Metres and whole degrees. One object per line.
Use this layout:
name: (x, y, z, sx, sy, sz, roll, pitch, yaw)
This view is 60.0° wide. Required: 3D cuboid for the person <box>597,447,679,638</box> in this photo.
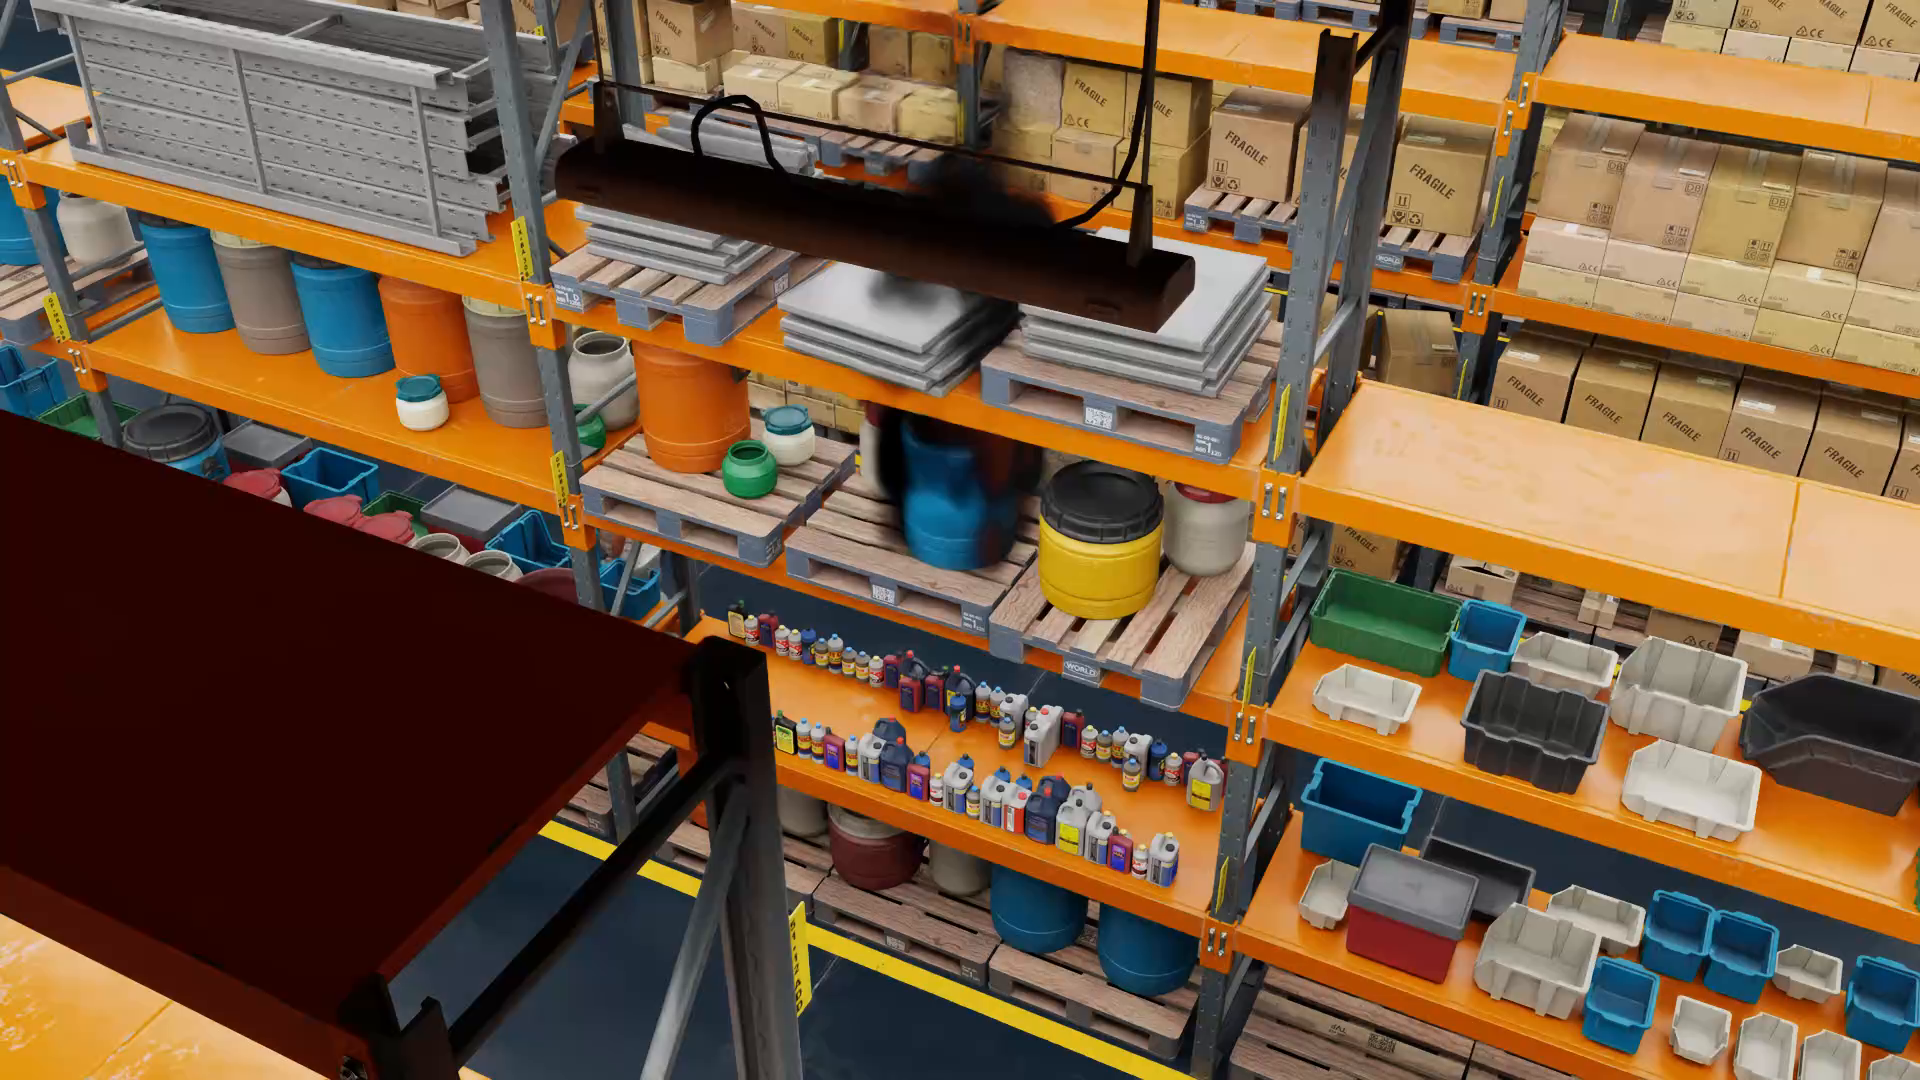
person: (-2.454, 0.076, 12.238, 0.778, 1.740, 0.666, 17, 38, 22)
